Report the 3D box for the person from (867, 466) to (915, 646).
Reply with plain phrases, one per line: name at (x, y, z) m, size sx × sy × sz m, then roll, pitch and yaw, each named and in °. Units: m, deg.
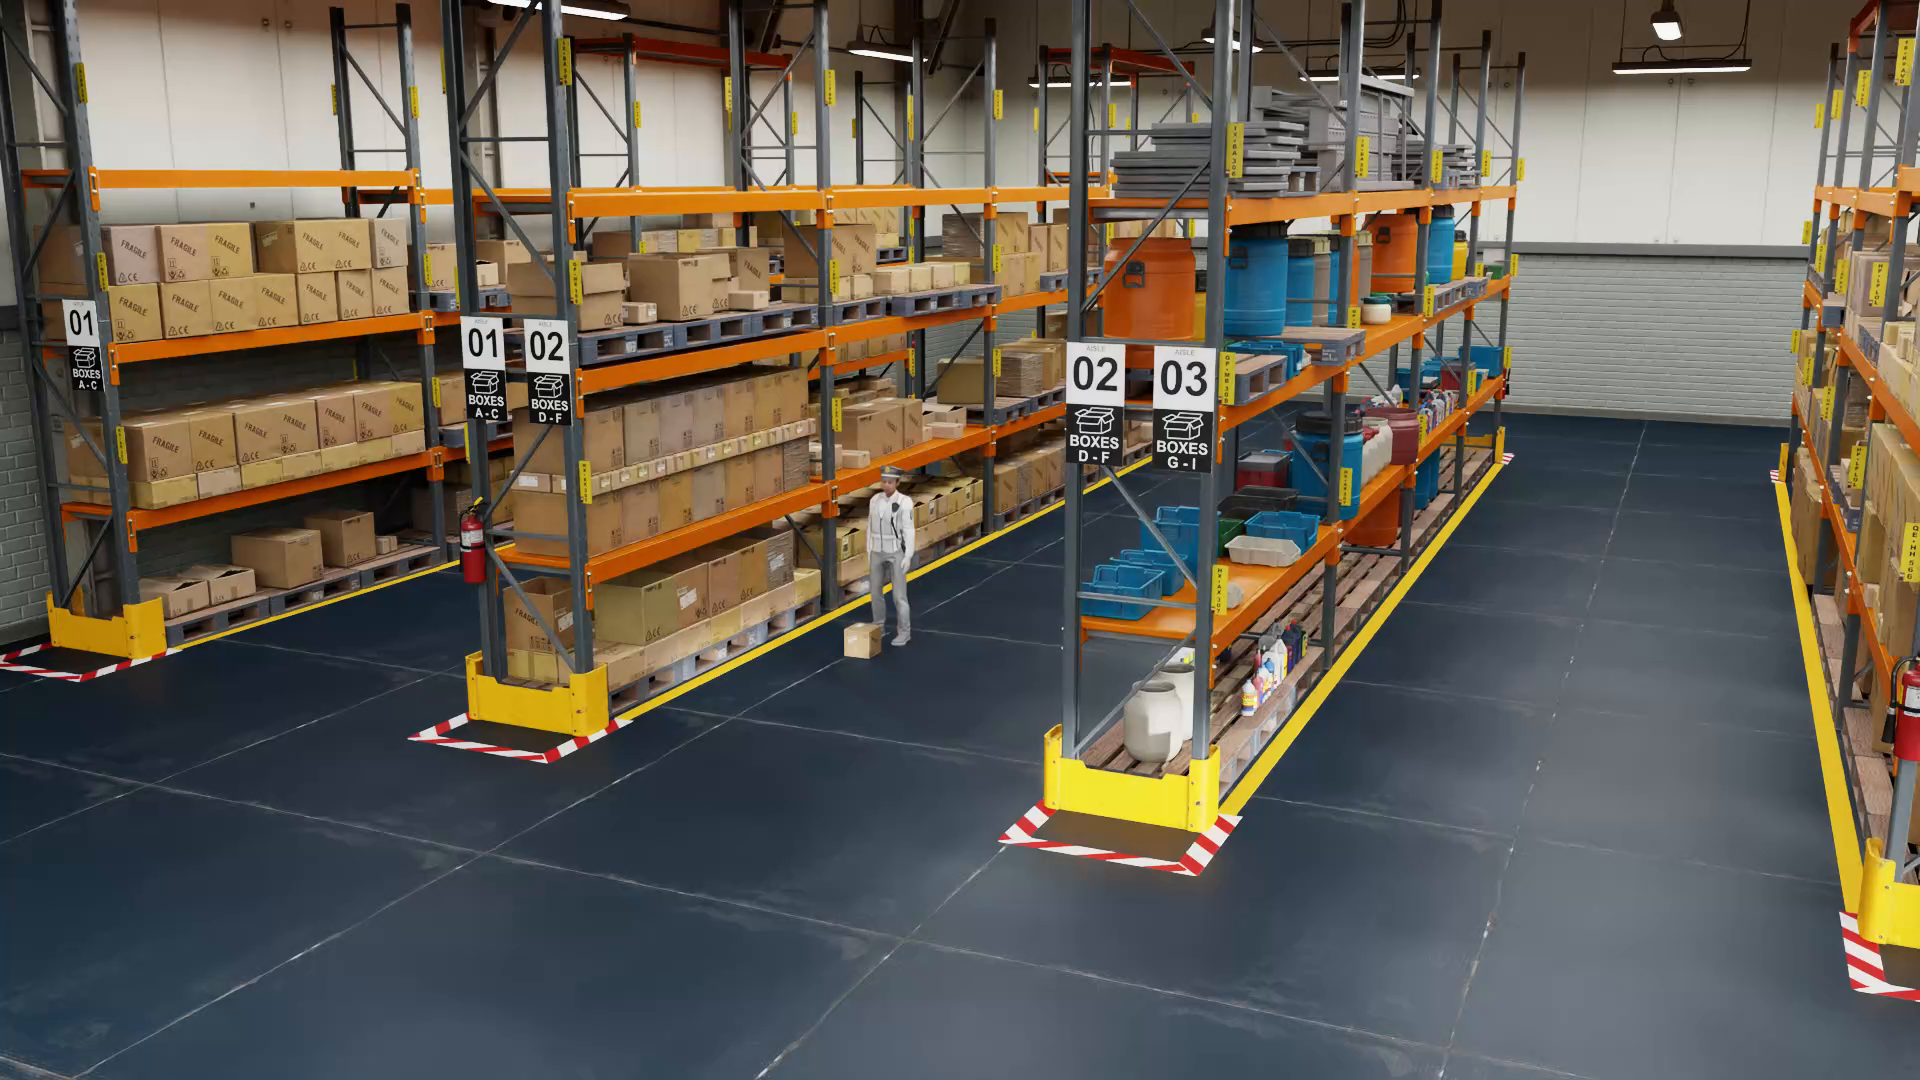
person at (-0.647, 0.139, 15.342) m, size 0.477 × 1.692 × 0.339 m, roll 6°, pitch 14°, yaw 25°
